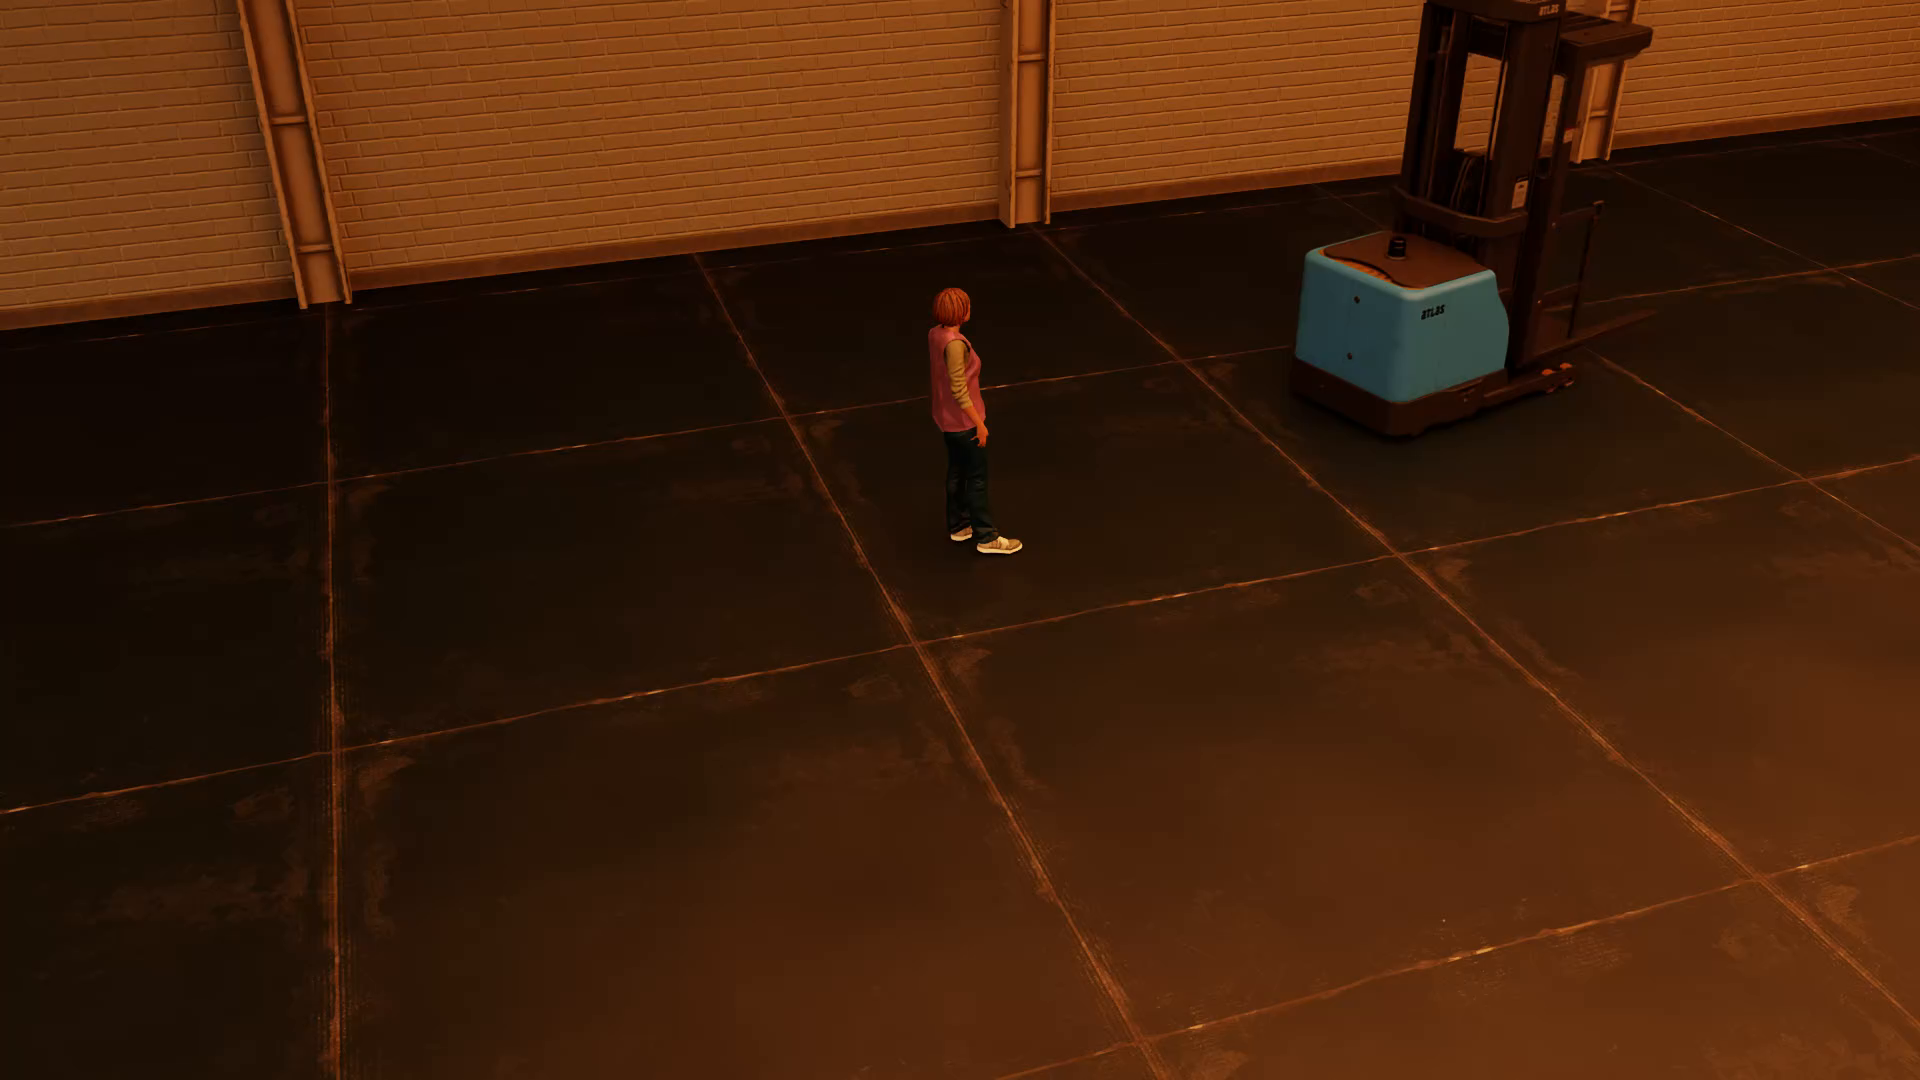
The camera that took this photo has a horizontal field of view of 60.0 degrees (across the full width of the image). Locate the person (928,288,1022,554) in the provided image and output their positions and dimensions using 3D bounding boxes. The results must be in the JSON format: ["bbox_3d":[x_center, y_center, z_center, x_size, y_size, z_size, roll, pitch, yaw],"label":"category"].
[{"bbox_3d":[0.074,-0.704,9.632,0.476,1.597,0.520,-10,31,-16],"label":"person"}]

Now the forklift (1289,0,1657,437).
[{"bbox_3d":[3.835,-2.519,11.464,3.031,2.935,1.130,-19,35,-29],"label":"forklift"}]
